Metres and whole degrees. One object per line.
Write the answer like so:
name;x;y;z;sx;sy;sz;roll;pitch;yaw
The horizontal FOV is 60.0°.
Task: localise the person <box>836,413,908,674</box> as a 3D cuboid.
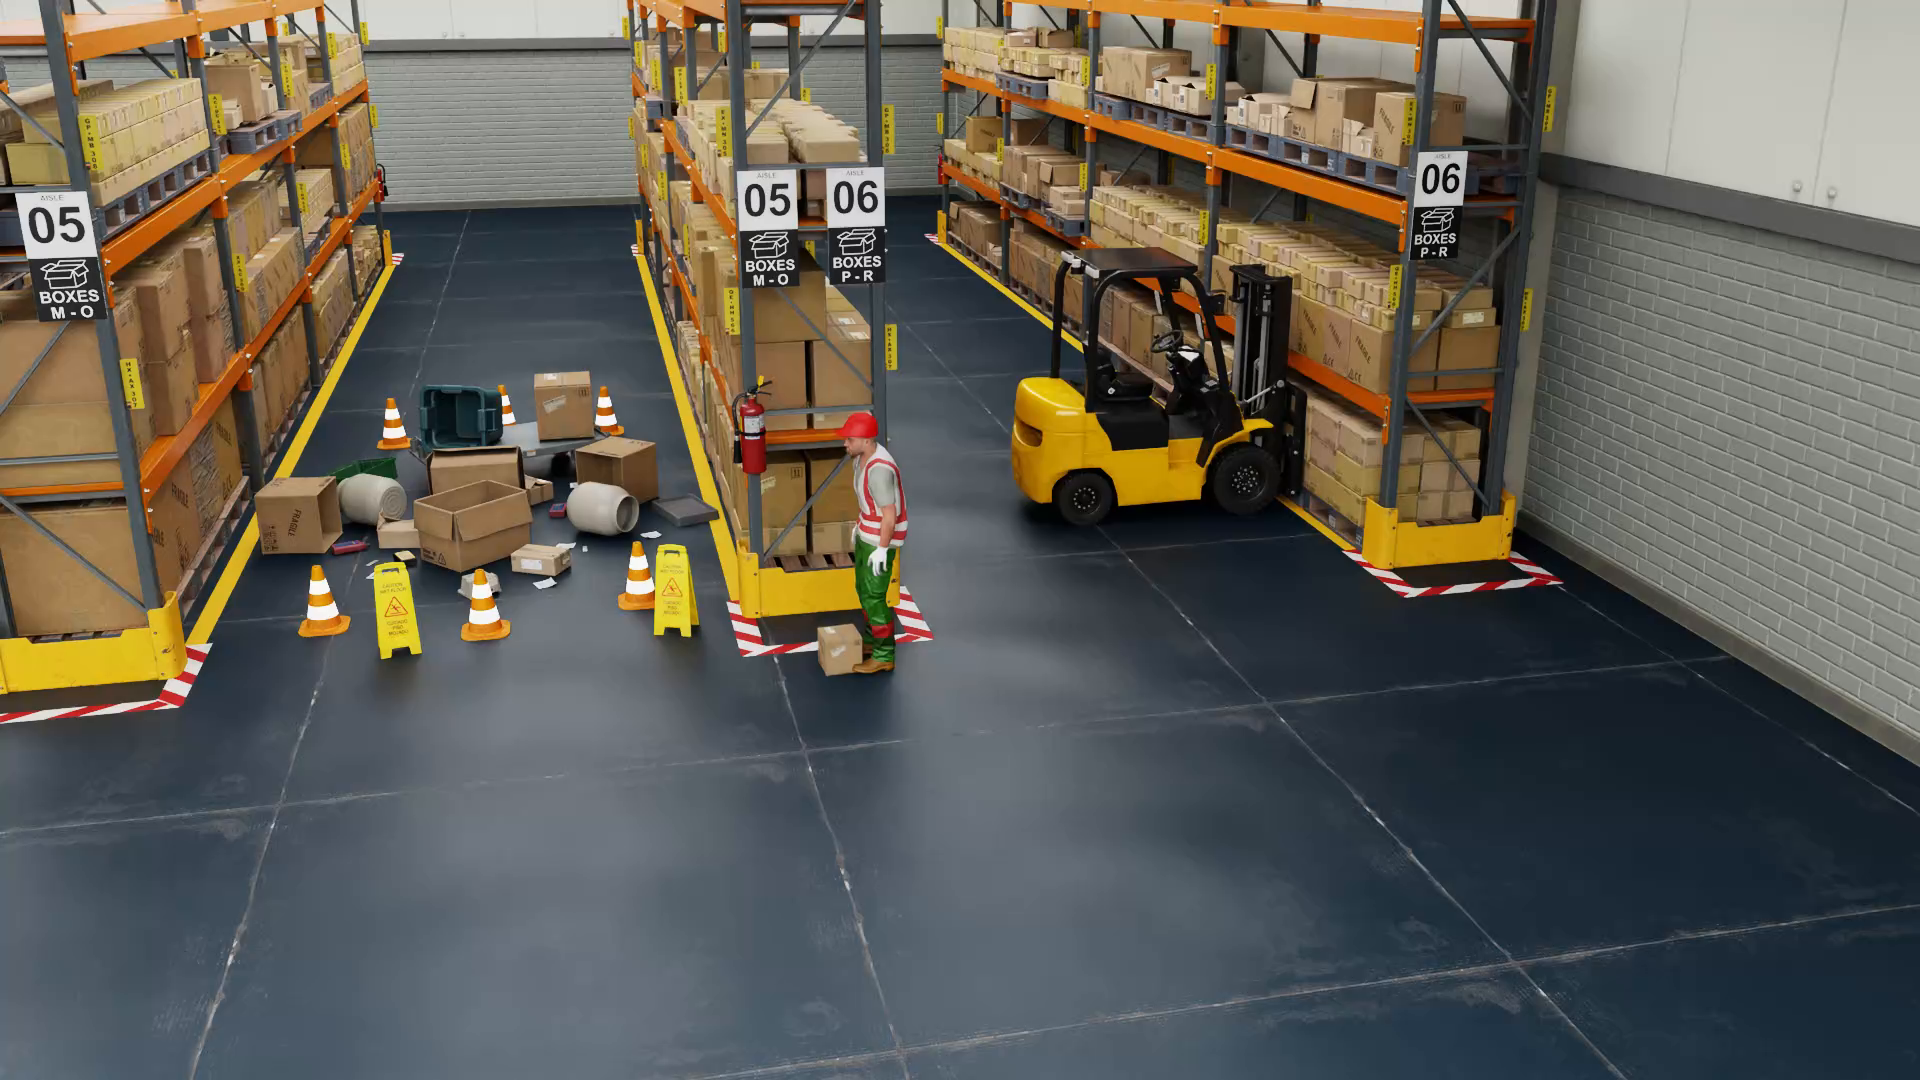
person;-0.591;0.005;11.035;0.453;1.777;0.609;-5;20;-15
